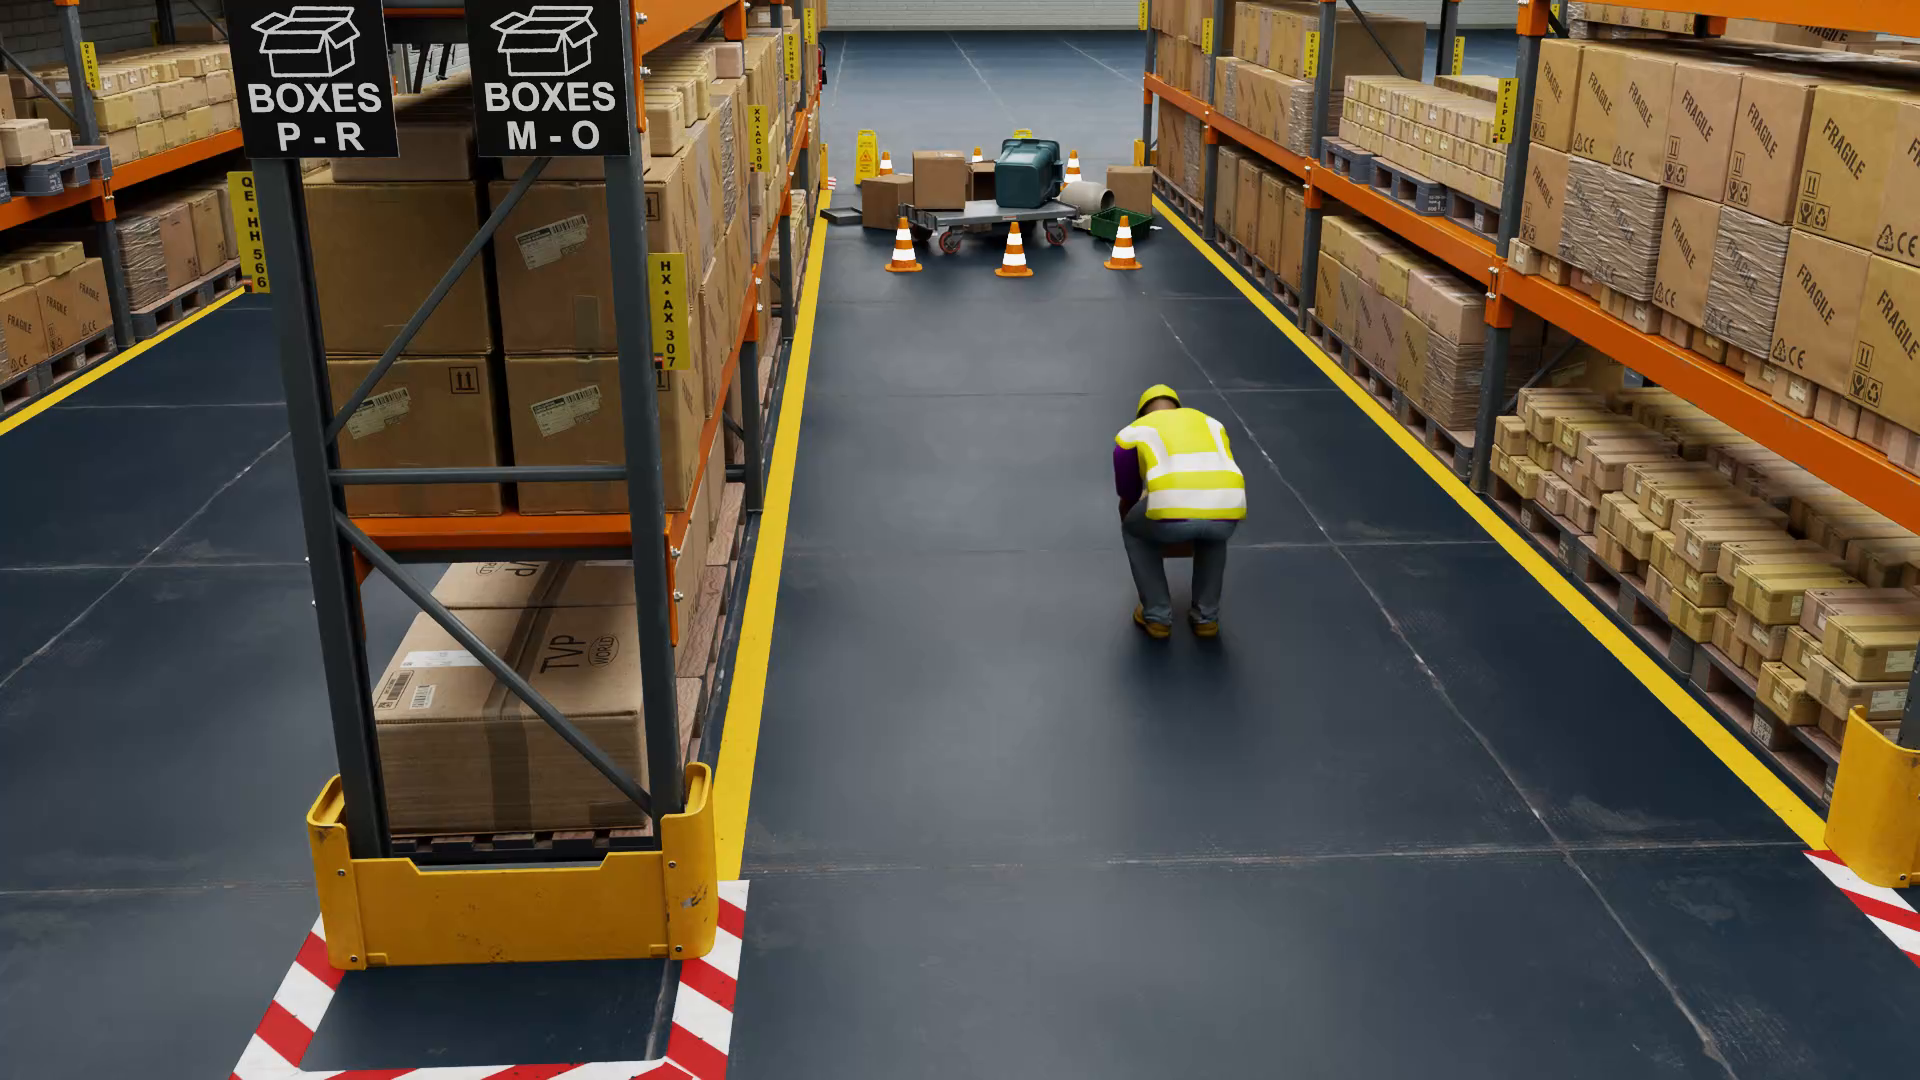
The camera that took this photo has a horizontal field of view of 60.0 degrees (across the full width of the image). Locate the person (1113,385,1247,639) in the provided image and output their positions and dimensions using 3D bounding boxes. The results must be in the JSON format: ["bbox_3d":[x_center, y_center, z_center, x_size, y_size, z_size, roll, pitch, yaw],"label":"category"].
[{"bbox_3d":[0.959,-0.114,7.461,0.523,1.001,0.949,-2,20,-5],"label":"person"}]
